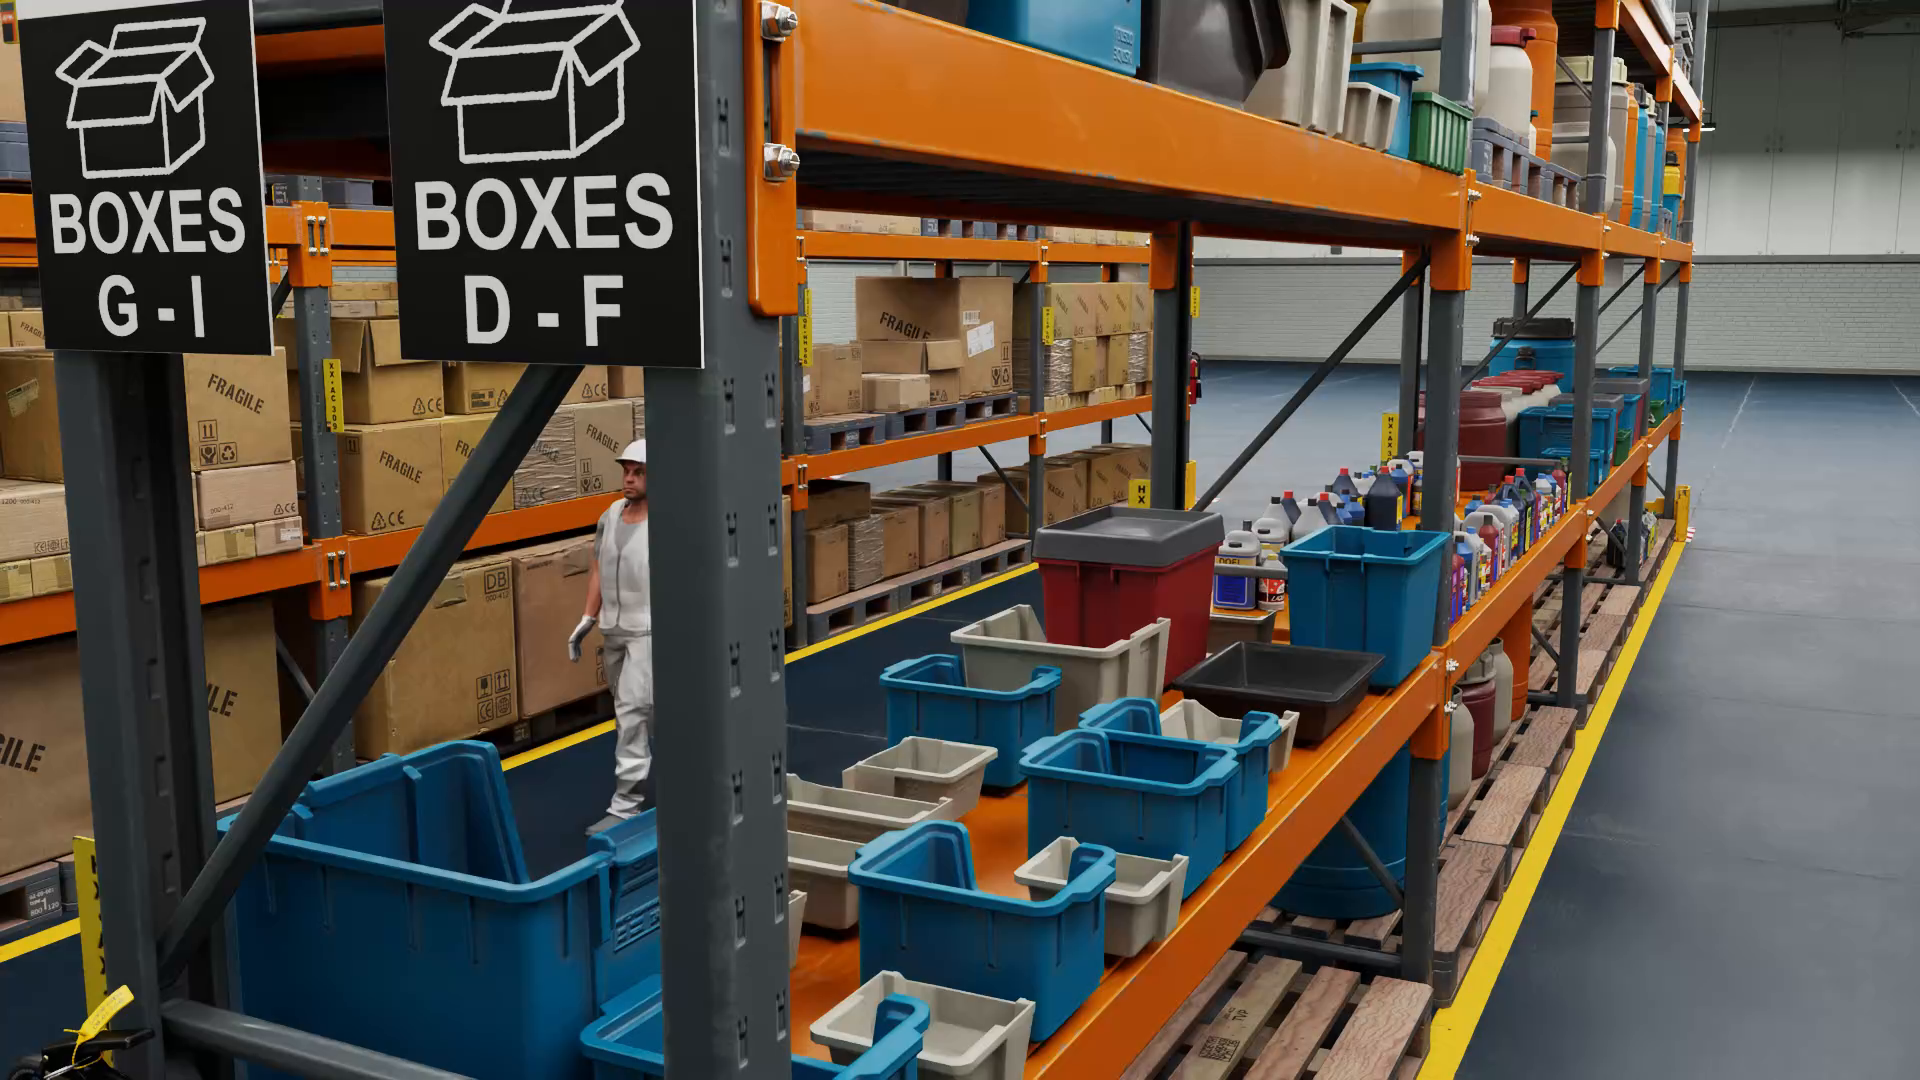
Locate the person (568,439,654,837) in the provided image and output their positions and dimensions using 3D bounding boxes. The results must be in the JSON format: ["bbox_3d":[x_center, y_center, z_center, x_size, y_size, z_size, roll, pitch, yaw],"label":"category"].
[{"bbox_3d":[-1.466,0.417,7.620,0.546,1.763,0.950,5,10,31],"label":"person"}]
